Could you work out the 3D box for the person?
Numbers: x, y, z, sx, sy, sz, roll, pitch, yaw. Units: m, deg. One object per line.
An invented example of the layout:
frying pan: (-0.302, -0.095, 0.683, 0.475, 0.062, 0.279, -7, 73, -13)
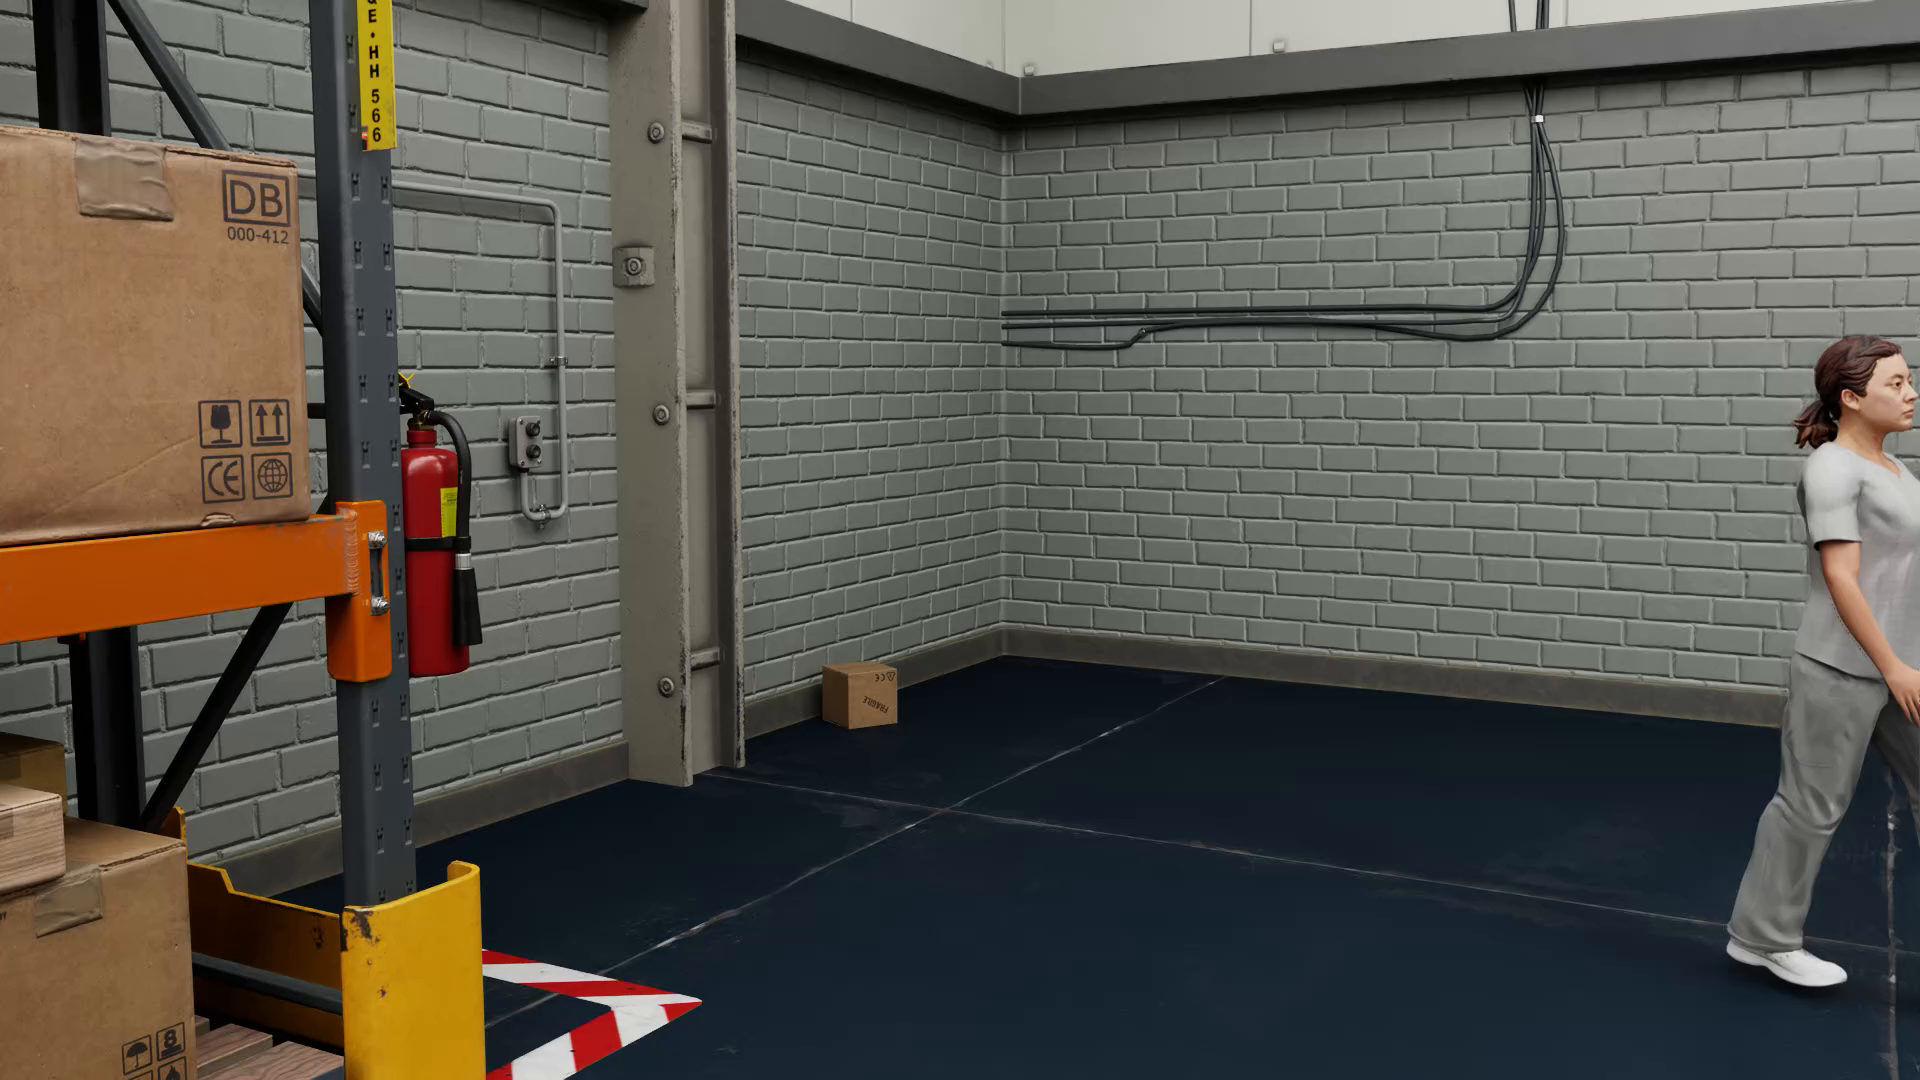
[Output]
person: (2.301, 0.338, 4.038, 0.460, 1.659, 0.811, -4, 7, -35)
